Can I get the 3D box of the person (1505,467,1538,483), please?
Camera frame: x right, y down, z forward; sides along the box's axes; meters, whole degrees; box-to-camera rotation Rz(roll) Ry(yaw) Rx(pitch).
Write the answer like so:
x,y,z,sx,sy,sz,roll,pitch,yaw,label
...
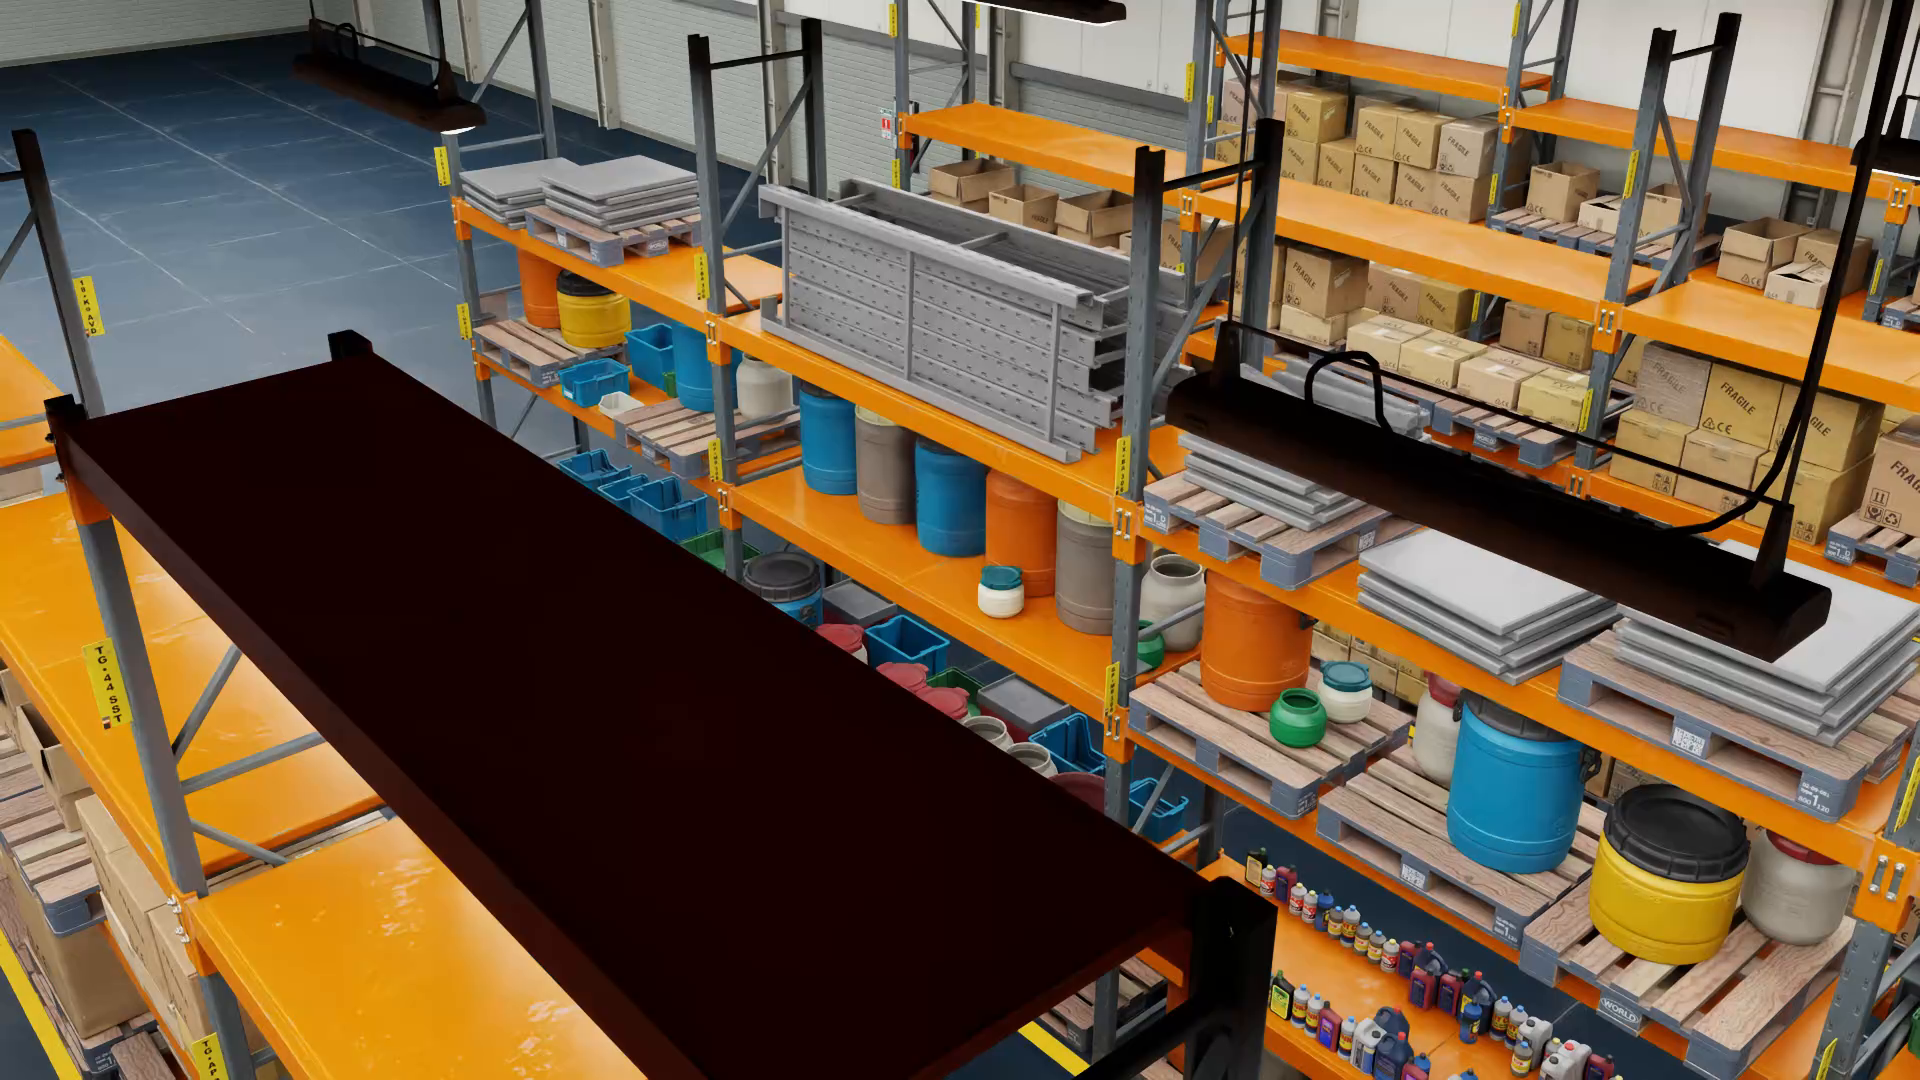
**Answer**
x,y,z,sx,sy,sz,roll,pitch,yaw,label
5.146,-0.203,16.049,0.731,1.803,0.607,16,31,29,person
